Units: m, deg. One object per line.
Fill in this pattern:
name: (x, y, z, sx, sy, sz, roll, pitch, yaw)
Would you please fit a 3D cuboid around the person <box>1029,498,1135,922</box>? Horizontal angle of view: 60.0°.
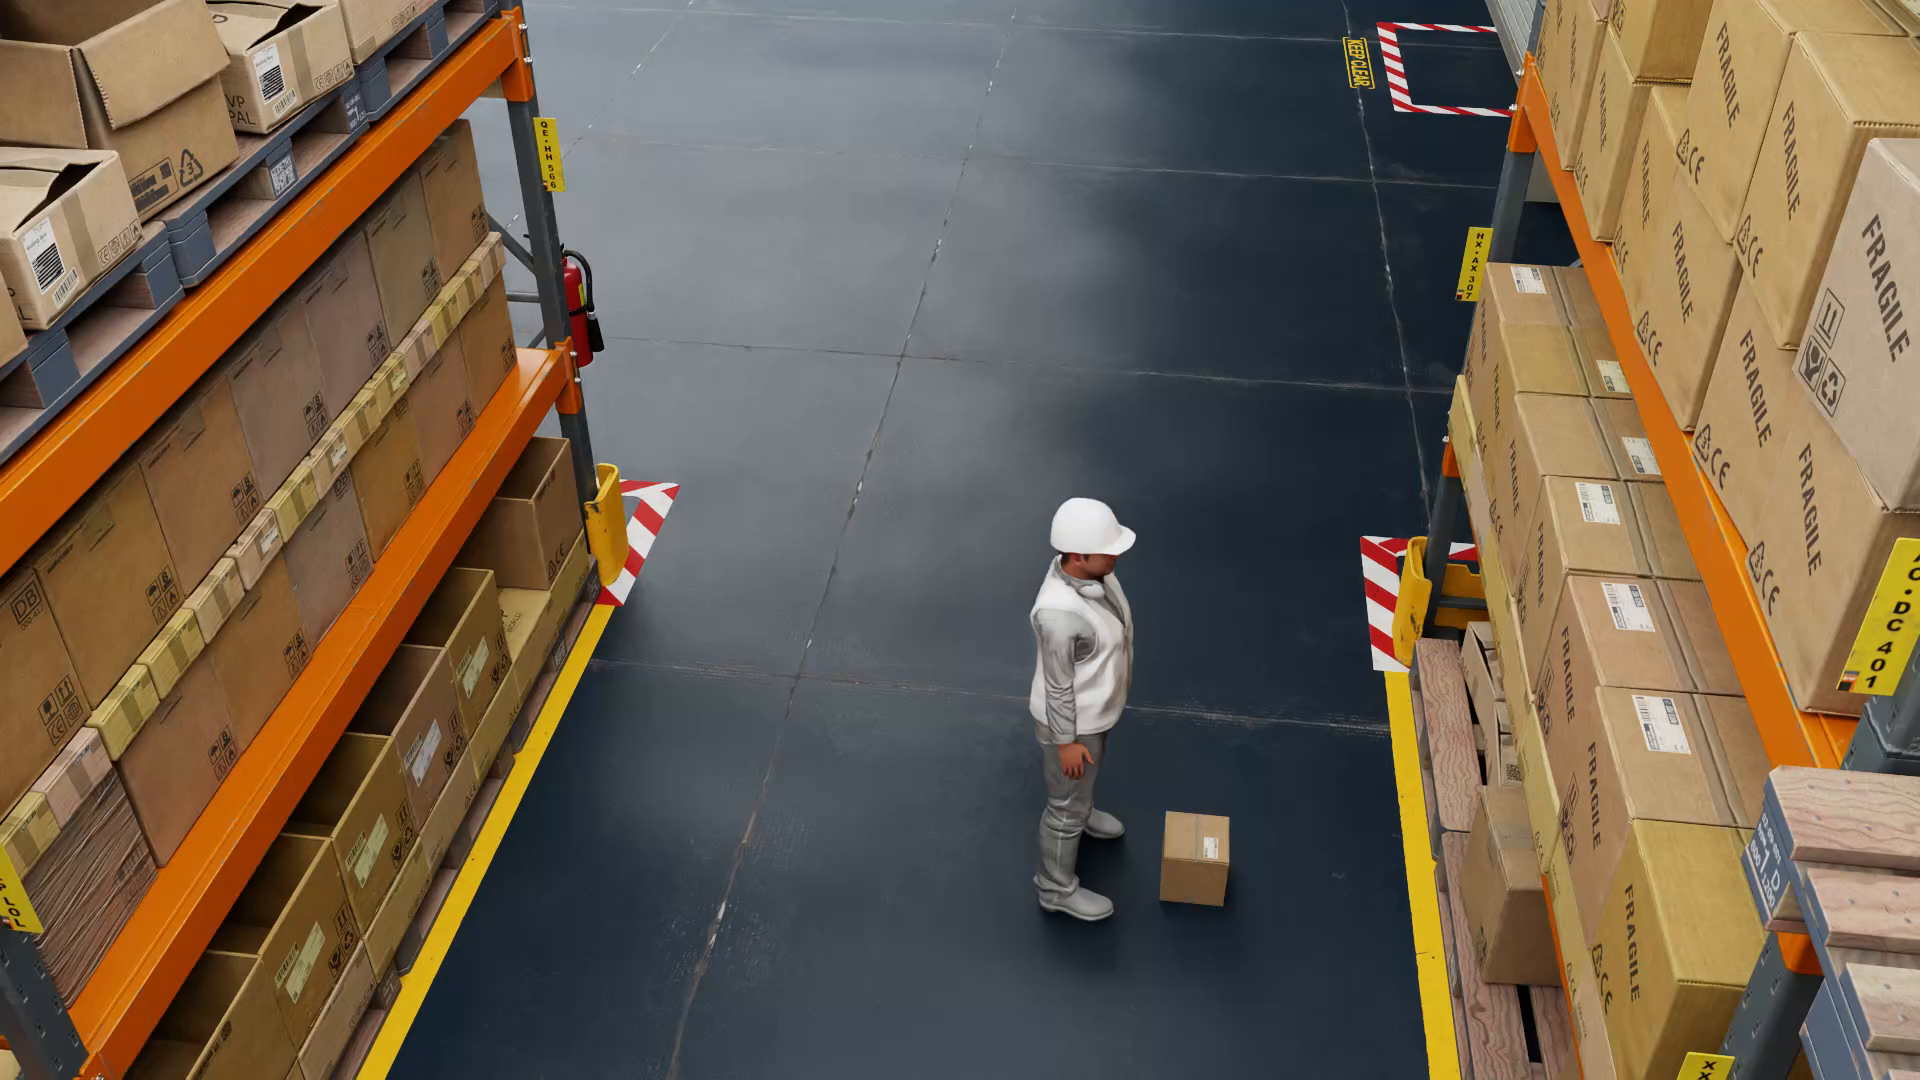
person: (0.470, 0.597, 6.186, 0.394, 1.778, 0.589, 10, 37, 13)
